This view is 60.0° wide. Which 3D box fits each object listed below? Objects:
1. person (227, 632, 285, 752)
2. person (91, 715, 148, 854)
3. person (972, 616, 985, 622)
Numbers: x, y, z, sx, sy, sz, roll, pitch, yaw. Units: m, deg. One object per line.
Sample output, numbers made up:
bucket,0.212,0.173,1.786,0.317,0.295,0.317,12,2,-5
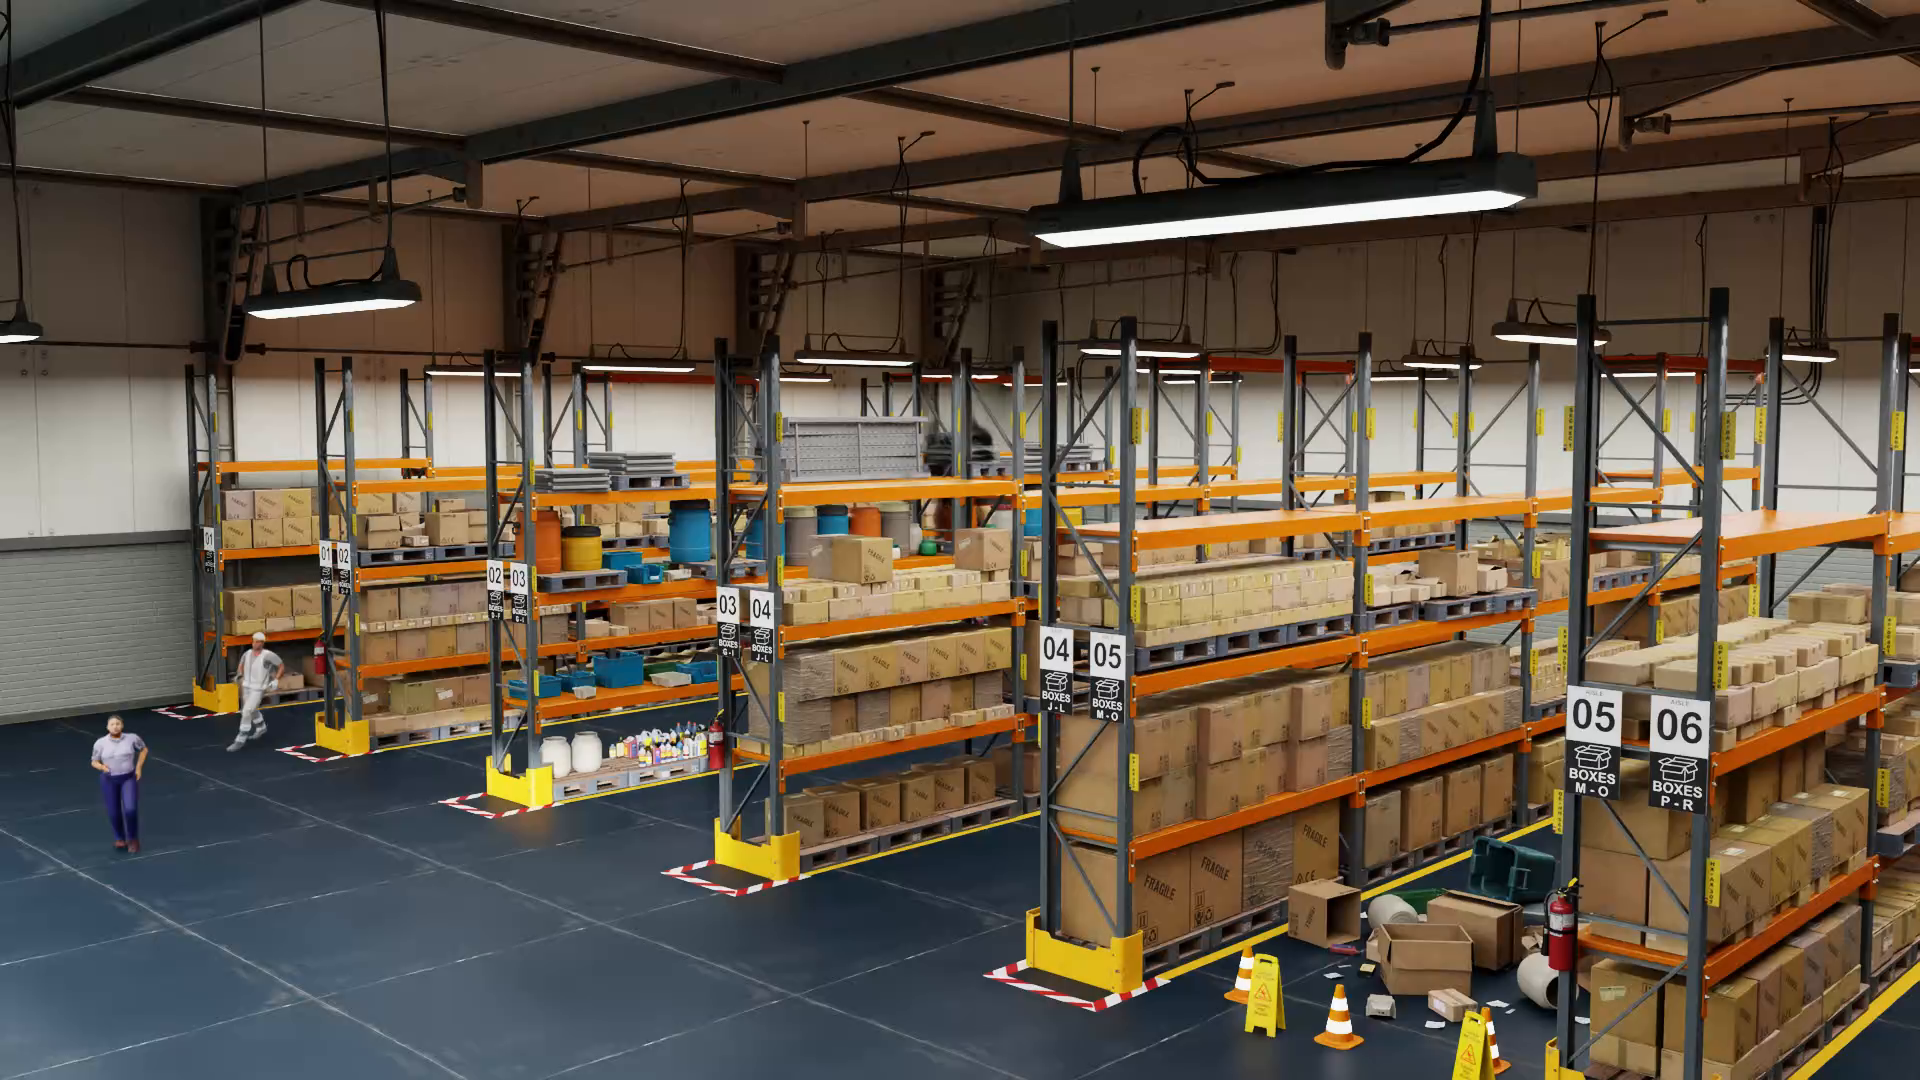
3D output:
person,-10.869,2.306,25.636,0.722,1.783,0.932,2,5,20
person,-9.829,2.875,19.456,0.580,1.650,0.685,-2,5,-22
person,0.402,1.780,32.666,0.574,1.486,0.791,2,5,28
